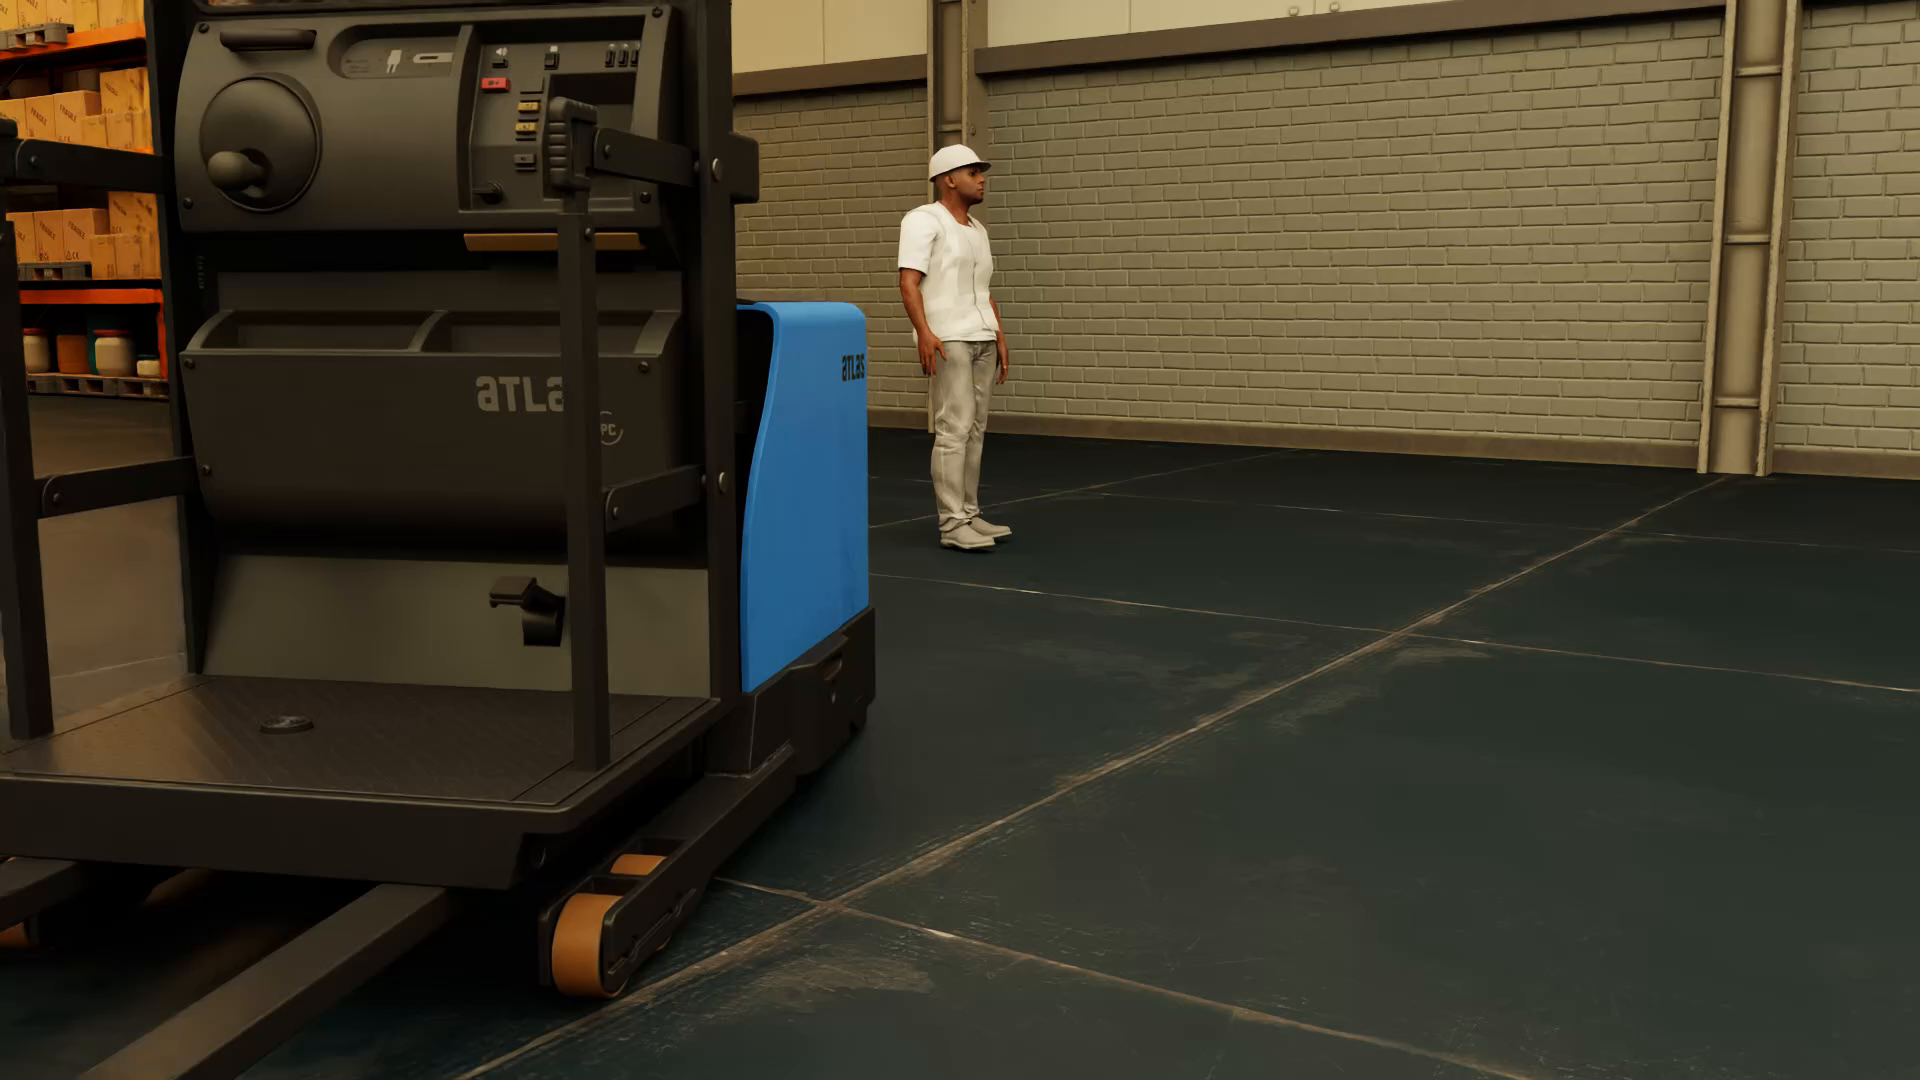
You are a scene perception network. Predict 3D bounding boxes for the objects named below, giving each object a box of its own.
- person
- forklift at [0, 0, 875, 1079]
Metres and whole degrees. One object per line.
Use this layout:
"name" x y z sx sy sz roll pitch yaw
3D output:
"person" 0.054 -0.876 7.435 0.577 1.765 0.665 5 10 34
"forklift" -1.003 -0.792 2.765 1.130 2.935 3.031 2 8 11
